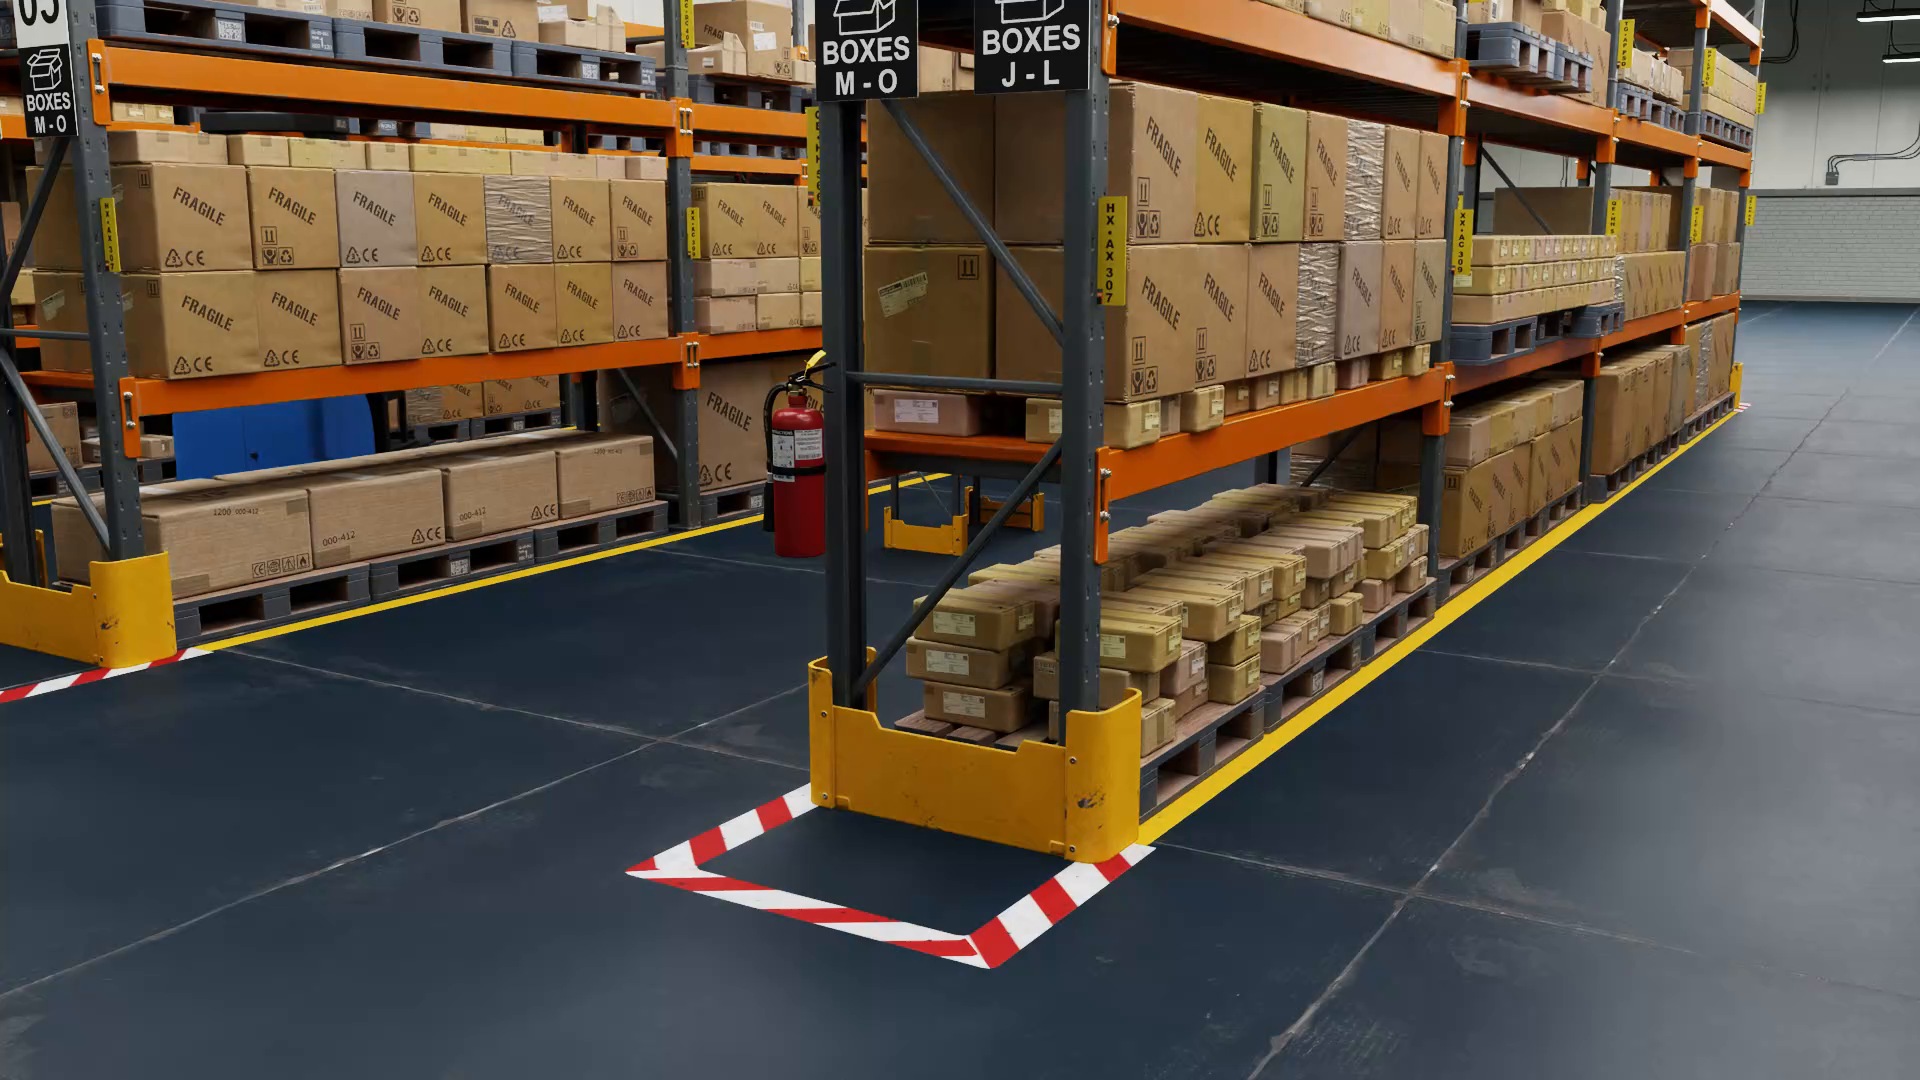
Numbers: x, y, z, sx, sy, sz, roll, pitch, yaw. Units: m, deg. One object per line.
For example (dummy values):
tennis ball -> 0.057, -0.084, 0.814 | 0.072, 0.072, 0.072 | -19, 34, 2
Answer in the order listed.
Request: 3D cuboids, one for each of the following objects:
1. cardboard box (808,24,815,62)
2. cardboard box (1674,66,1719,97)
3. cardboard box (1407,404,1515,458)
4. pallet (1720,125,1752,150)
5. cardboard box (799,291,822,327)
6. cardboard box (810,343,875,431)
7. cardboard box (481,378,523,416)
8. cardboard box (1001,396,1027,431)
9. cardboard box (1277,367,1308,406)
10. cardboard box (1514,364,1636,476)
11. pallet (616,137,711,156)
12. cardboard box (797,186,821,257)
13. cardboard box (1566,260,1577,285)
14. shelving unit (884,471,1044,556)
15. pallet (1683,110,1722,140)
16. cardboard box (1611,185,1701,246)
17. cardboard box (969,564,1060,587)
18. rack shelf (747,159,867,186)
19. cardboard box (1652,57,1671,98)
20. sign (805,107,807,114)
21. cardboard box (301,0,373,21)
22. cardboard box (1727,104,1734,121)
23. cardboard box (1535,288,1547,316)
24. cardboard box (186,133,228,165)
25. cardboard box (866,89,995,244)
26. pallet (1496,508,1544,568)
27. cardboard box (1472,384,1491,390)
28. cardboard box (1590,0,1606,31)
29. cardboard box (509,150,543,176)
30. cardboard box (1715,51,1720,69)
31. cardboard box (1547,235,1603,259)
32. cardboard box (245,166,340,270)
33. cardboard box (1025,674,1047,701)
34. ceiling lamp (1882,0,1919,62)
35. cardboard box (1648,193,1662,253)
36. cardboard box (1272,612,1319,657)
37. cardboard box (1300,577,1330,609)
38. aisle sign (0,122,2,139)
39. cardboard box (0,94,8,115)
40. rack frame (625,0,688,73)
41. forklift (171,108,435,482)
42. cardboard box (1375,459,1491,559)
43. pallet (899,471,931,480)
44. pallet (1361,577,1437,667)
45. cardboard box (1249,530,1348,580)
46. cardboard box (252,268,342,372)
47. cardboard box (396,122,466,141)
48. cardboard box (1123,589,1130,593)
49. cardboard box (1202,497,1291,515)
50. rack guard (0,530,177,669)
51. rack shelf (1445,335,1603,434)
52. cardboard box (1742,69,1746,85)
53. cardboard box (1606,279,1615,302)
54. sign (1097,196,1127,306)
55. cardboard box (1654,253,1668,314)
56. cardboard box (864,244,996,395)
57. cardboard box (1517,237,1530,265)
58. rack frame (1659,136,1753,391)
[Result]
cardboard box -> -0.803, -3.643, 12.613 | 0.500, 0.500, 0.500 | 7, 12, 31
cardboard box -> 6.717, -4.243, 15.415 | 0.500, 0.250, 0.500 | 6, 12, 31
cardboard box -> 2.954, -0.653, 9.821 | 0.500, 0.250, 0.500 | 7, 13, 32
pallet -> 7.925, -4.333, 17.949 | 1.003, 0.211, 1.213 | 6, 12, 31
cardboard box -> -1.211, -1.720, 12.312 | 0.500, 0.250, 0.500 | 6, 12, 30
cardboard box -> -1.032, -1.140, 13.438 | 0.875, 0.875, 0.875 | 7, 12, 31
cardboard box -> -4.685, -1.505, 16.407 | 0.500, 0.500, 0.500 | 6, 12, 30
cardboard box -> 0.083, -0.493, 6.035 | 0.380, 0.149, 0.250 | 6, 12, 31
cardboard box -> 1.209, -0.649, 6.869 | 0.380, 0.149, 0.250 | 7, 13, 33
cardboard box -> 4.540, -0.949, 12.759 | 1.050, 0.750, 0.750 | 6, 12, 30
pallet -> -3.526, -4.365, 18.394 | 1.003, 0.211, 1.213 | 7, 13, 33
cardboard box -> -1.235, -2.333, 12.189 | 0.500, 0.500, 0.500 | 6, 12, 29
cardboard box -> 3.612, -1.666, 10.350 | 0.380, 0.149, 0.250 | 7, 13, 32
shelving unit -> 0.040, -0.749, 10.795 | 0.587, 1.500, 1.083 | 6, 12, 31
pallet -> 6.658, -3.949, 15.899 | 1.003, 0.211, 1.213 | 6, 12, 31
cardboard box -> 6.445, -3.050, 15.664 | 0.875, 0.550, 0.550 | 6, 12, 31
cardboard box -> 0.258, 0.205, 6.611 | 0.380, 0.149, 0.250 | 6, 12, 29
rack shelf -> -1.265, -4.756, 21.926 | 1.077, 0.370, 4.000 | 6, 12, 31
cardboard box -> 5.502, -3.780, 13.585 | 0.500, 0.311, 0.500 | 6, 12, 29
sign -> -1.834, -5.154, 19.835 | 0.100, 0.325, 0.005 | 6, 12, 31
cardboard box -> -3.469, -2.877, 8.762 | 0.500, 0.311, 0.500 | 7, 12, 32
cardboard box -> 7.493, -4.261, 16.594 | 0.380, 0.149, 0.250 | 7, 12, 31
cardboard box -> 3.203, -1.396, 9.713 | 0.380, 0.149, 0.250 | 6, 12, 28
cardboard box -> -3.793, -1.897, 8.098 | 0.380, 0.149, 0.250 | 7, 13, 32
cardboard box -> 0.019, -1.286, 5.787 | 0.500, 0.500, 0.500 | 6, 12, 30
pallet -> 3.106, -0.077, 10.705 | 1.003, 0.211, 1.213 | 6, 12, 31
cardboard box -> 3.319, -0.942, 11.365 | 0.500, 0.250, 0.500 | 6, 12, 30
cardboard box -> 4.159, -3.573, 11.297 | 0.396, 0.266, 0.258 | 6, 12, 31
cardboard box -> -2.683, -2.216, 9.802 | 0.380, 0.149, 0.250 | 6, 12, 30
cardboard box -> 6.835, -4.454, 15.458 | 0.380, 0.149, 0.250 | 6, 12, 30
cardboard box -> 4.016, -1.935, 10.979 | 0.380, 0.149, 0.250 | 7, 13, 32
cardboard box -> -3.534, -1.631, 8.440 | 0.500, 0.500, 0.500 | 6, 12, 29
cardboard box -> 0.136, 0.539, 6.444 | 0.380, 0.149, 0.250 | 7, 13, 32
ceiling lamp -> 22.586, -12.695, 38.363 | 2.000, 3.185, 0.800 | 6, 12, 31
cardboard box -> 5.706, -2.771, 14.531 | 0.700, 0.500, 0.500 | 6, 12, 30
cardboard box -> 1.331, 0.395, 7.211 | 0.380, 0.149, 0.250 | 6, 12, 31
cardboard box -> 1.439, 0.196, 7.467 | 0.380, 0.149, 0.250 | 6, 12, 28
aisle sign -> -4.591, -2.256, 7.704 | 0.394, 0.787, 0.004 | 6, 12, 31
cardboard box -> -7.088, -3.132, 11.976 | 0.380, 0.149, 0.250 | 7, 12, 31
rack frame -> -2.212, -4.538, 10.654 | 1.000, 3.000, 0.127 | 6, 12, 31
forklift -> -4.822, -1.797, 12.503 | 1.130, 2.935, 3.031 | 0, 11, 0
cardboard box -> 2.681, -0.201, 9.441 | 0.500, 0.500, 0.500 | 7, 13, 33
pallet -> -0.609, -0.731, 14.199 | 1.003, 0.211, 1.213 | 6, 12, 31
pallet -> 1.752, 0.348, 8.439 | 1.003, 0.211, 1.213 | 6, 12, 31
cardboard box -> 1.494, 0.063, 7.368 | 0.380, 0.149, 0.250 | 6, 12, 29
cardboard box -> -3.556, -1.139, 8.532 | 0.500, 0.500, 0.500 | 6, 12, 30
cardboard box -> -4.959, -3.831, 15.435 | 0.500, 0.250, 0.500 | 6, 12, 31
cardboard box -> 0.550, 0.271, 7.069 | 0.380, 0.149, 0.250 | 7, 12, 32
cardboard box -> 1.432, -0.113, 8.311 | 0.380, 0.149, 0.250 | 6, 12, 30
rack guard -> -4.302, 0.272, 8.055 | 1.175, 0.500, 0.348 | 6, 12, 31
rack shelf -> 3.109, -1.093, 10.511 | 1.077, 0.370, 4.000 | 6, 12, 31
cardboard box -> 7.888, -4.773, 17.163 | 0.380, 0.149, 0.250 | 6, 12, 31
cardboard box -> 4.284, -1.723, 11.460 | 0.380, 0.149, 0.250 | 7, 12, 32
sign -> 0.458, -0.877, 5.048 | 0.100, 0.325, 0.005 | 6, 12, 31
cardboard box -> 5.657, -2.173, 14.052 | 0.500, 0.500, 0.500 | 7, 12, 31
cardboard box -> 0.007, -0.794, 5.876 | 0.500, 0.500, 0.500 | 7, 13, 32
cardboard box -> 2.943, -1.610, 9.242 | 0.380, 0.149, 0.250 | 7, 12, 31
rack frame -> 8.301, -3.019, 18.845 | 1.000, 3.000, 0.127 | 6, 12, 31
